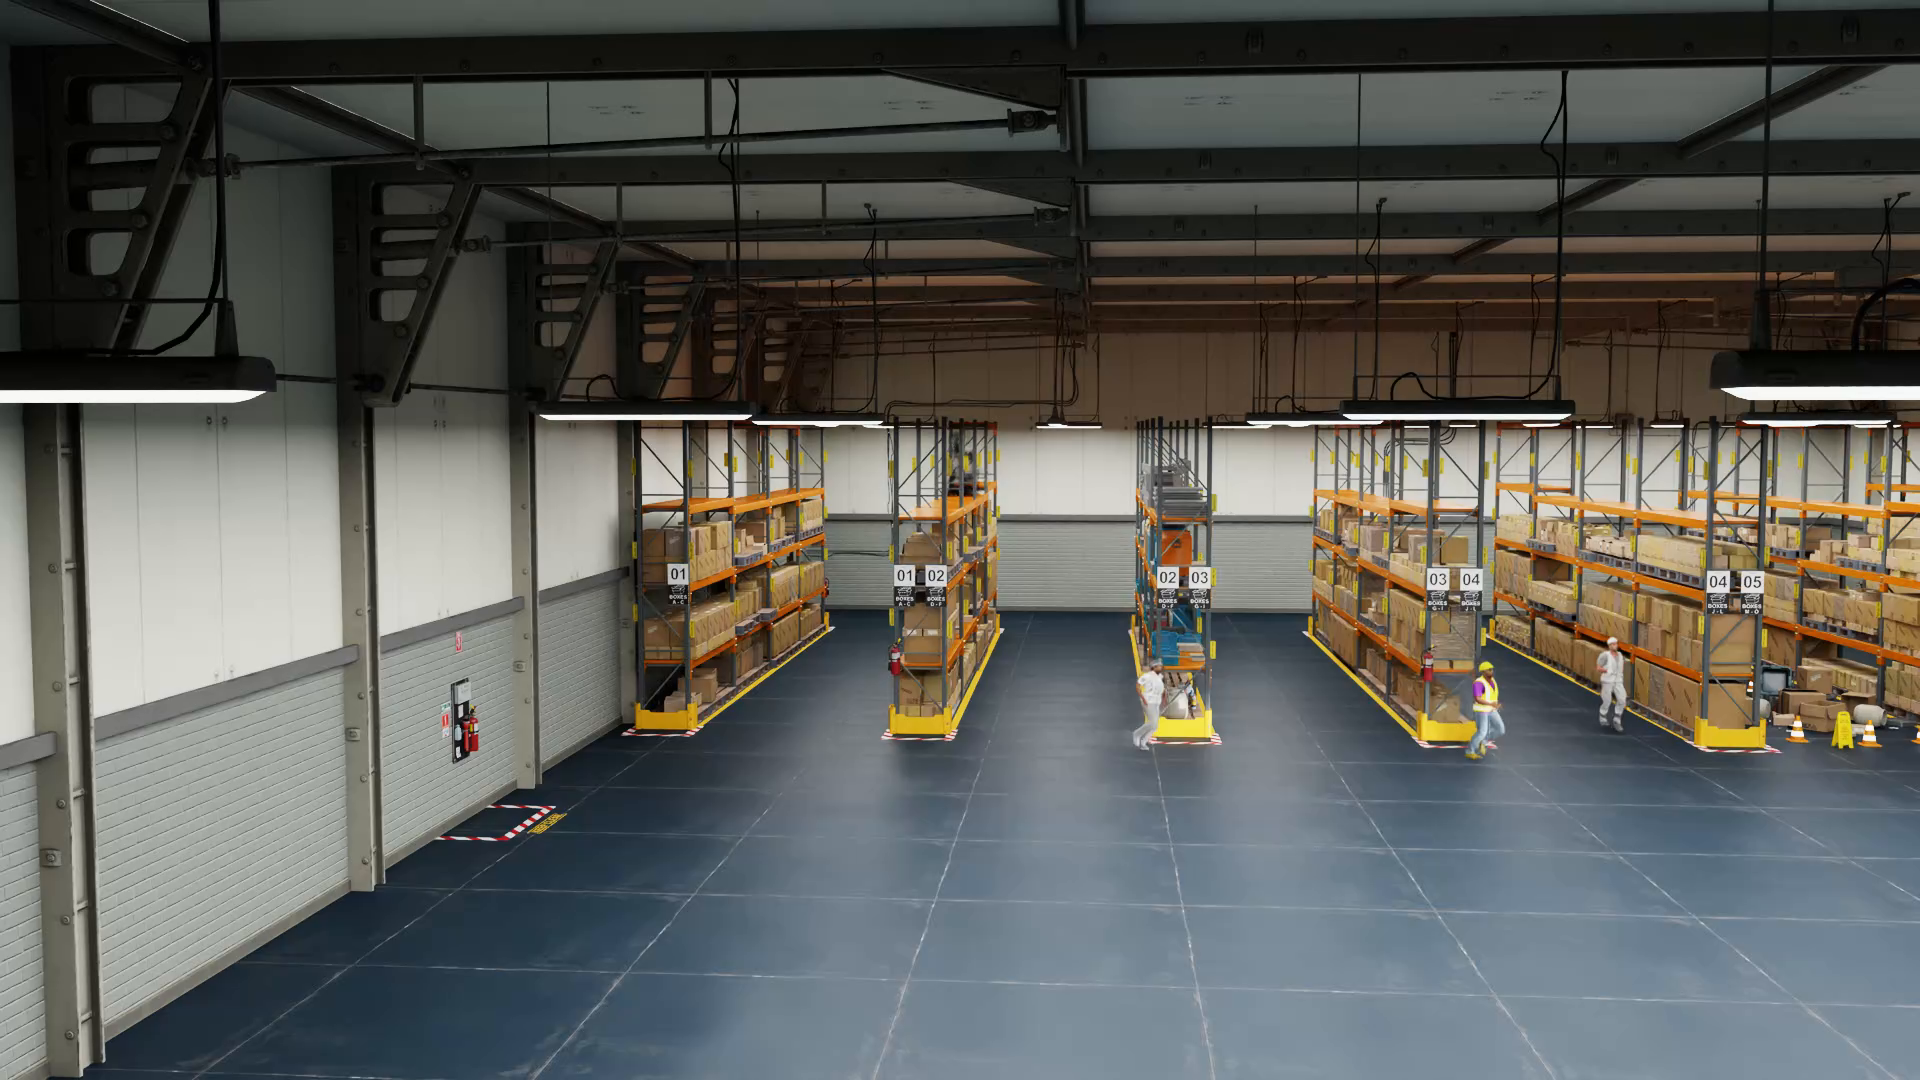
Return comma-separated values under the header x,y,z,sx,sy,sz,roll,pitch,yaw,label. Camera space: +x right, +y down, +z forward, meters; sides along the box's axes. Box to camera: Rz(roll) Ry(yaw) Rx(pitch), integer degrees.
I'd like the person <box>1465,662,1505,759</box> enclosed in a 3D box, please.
x,y,z,sx,sy,sz,roll,pitch,yaw,label
9.175,2.963,28.912,0.726,1.710,0.741,-3,5,-38,person

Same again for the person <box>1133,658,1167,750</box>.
x,y,z,sx,sy,sz,roll,pitch,yaw,label
3.482,2.948,29.981,0.641,1.636,0.524,-4,5,-43,person

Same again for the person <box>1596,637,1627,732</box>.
x,y,z,sx,sy,sz,roll,pitch,yaw,label
12.475,2.764,31.830,0.635,1.825,0.749,0,4,-6,person
